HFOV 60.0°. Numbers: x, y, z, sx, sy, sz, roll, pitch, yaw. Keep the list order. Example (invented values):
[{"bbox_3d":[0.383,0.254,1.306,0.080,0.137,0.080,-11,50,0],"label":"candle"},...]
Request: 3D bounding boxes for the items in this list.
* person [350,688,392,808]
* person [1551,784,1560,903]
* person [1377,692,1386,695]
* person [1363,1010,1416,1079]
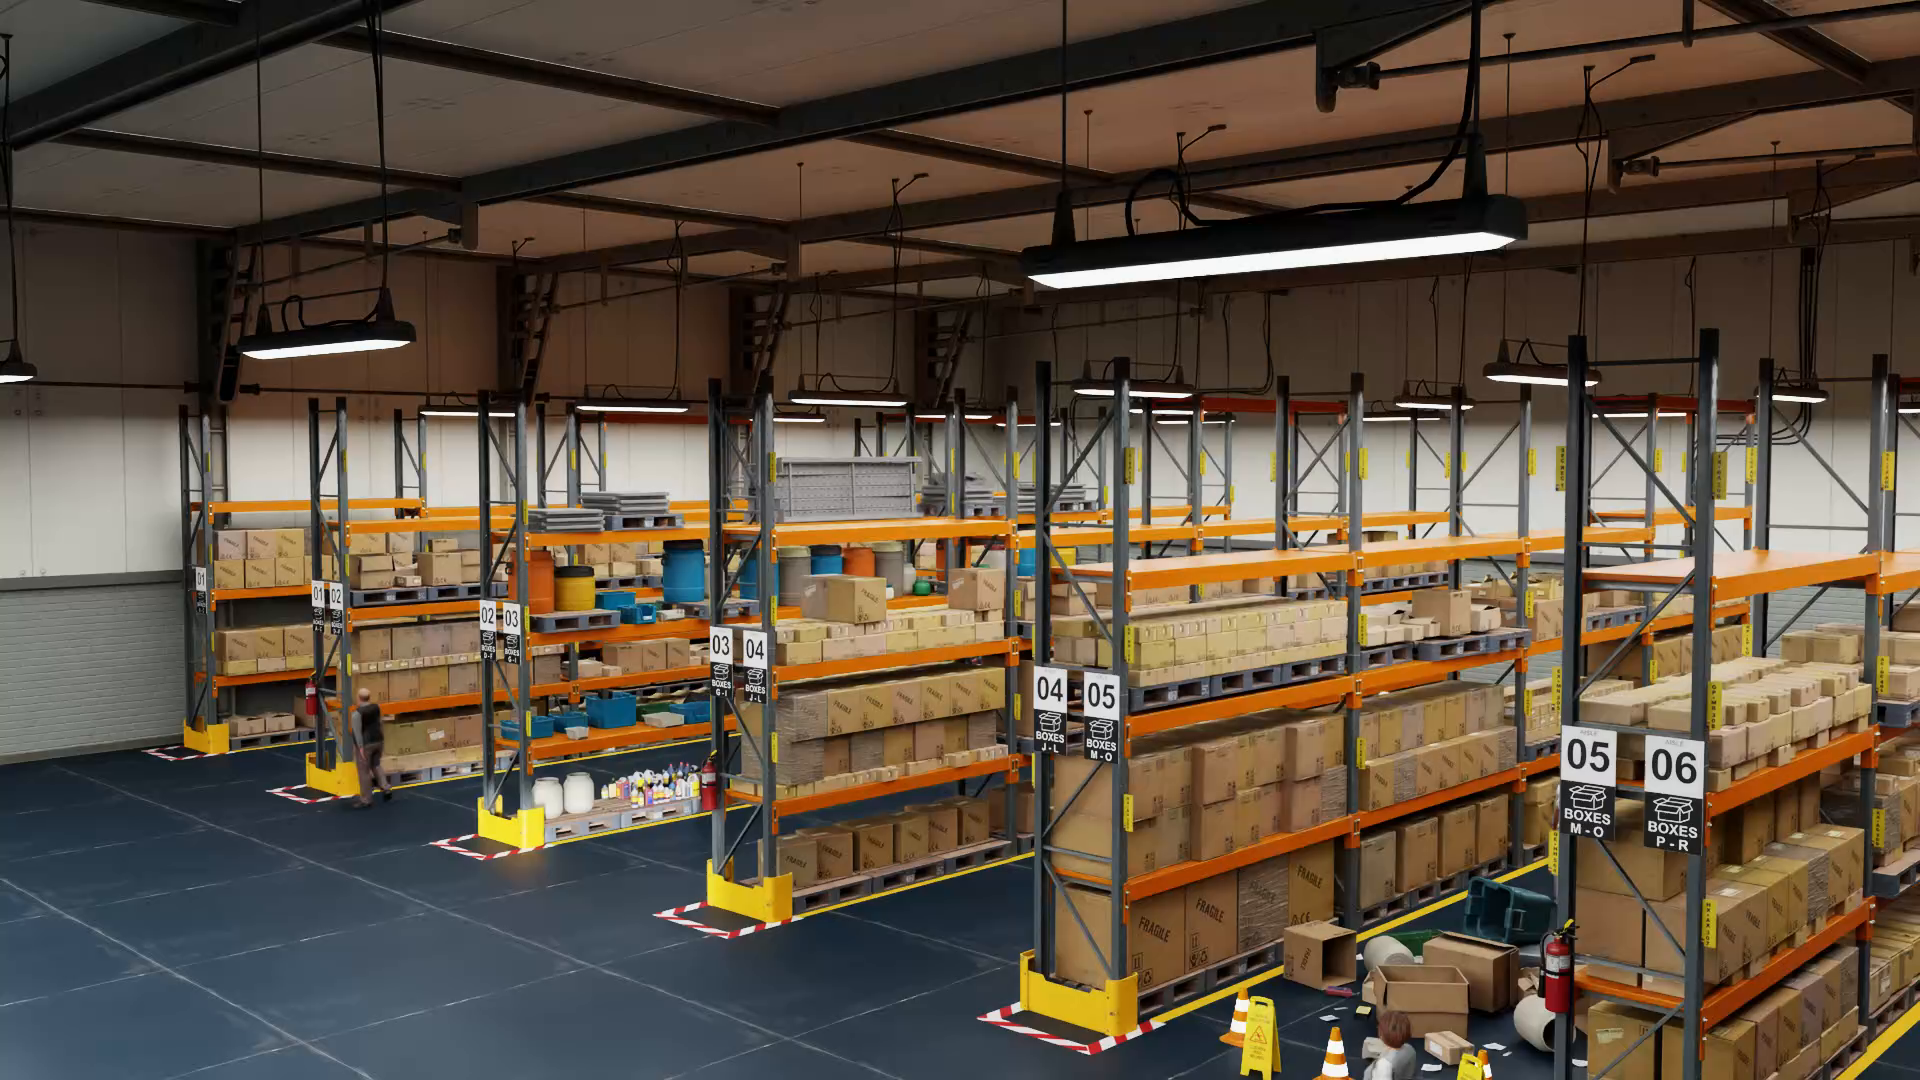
[{"bbox_3d":[-8.594,3.014,24.226,0.477,1.727,0.605,1,3,15],"label":"person"},{"bbox_3d":[7.047,3.324,19.194,0.472,1.678,0.574,1,3,10],"label":"person"},{"bbox_3d":[5.915,3.025,23.438,0.401,1.797,0.591,1,3,22],"label":"person"},{"bbox_3d":[2.774,3.807,10.666,0.361,1.622,0.479,1,3,20],"label":"person"}]
